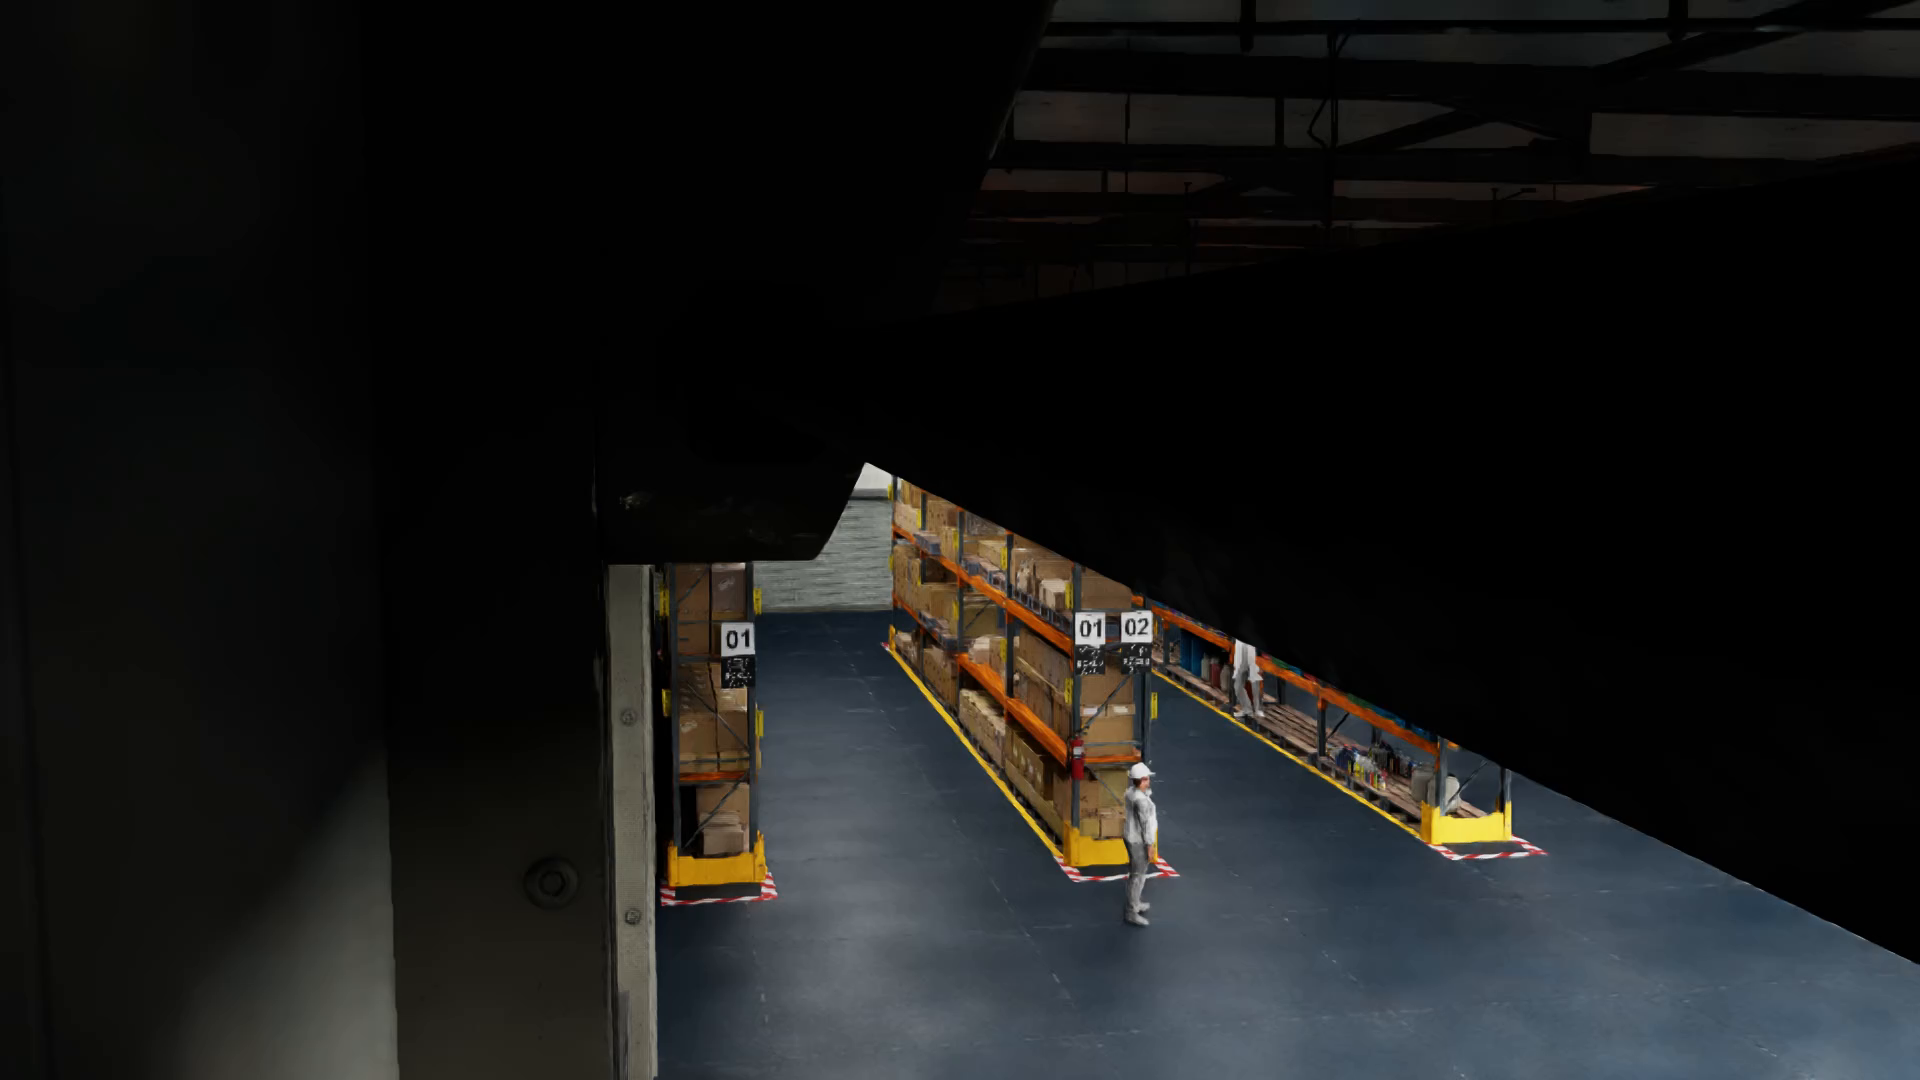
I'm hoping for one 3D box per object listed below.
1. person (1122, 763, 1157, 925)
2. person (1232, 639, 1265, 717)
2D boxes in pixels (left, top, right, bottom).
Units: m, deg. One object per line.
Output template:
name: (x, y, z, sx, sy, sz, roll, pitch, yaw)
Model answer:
person: (2.036, 3.398, 18.829, 0.382, 1.779, 0.659, -1, 6, -9)
person: (4.988, 2.176, 28.636, 0.612, 1.742, 0.489, 5, 8, 36)
